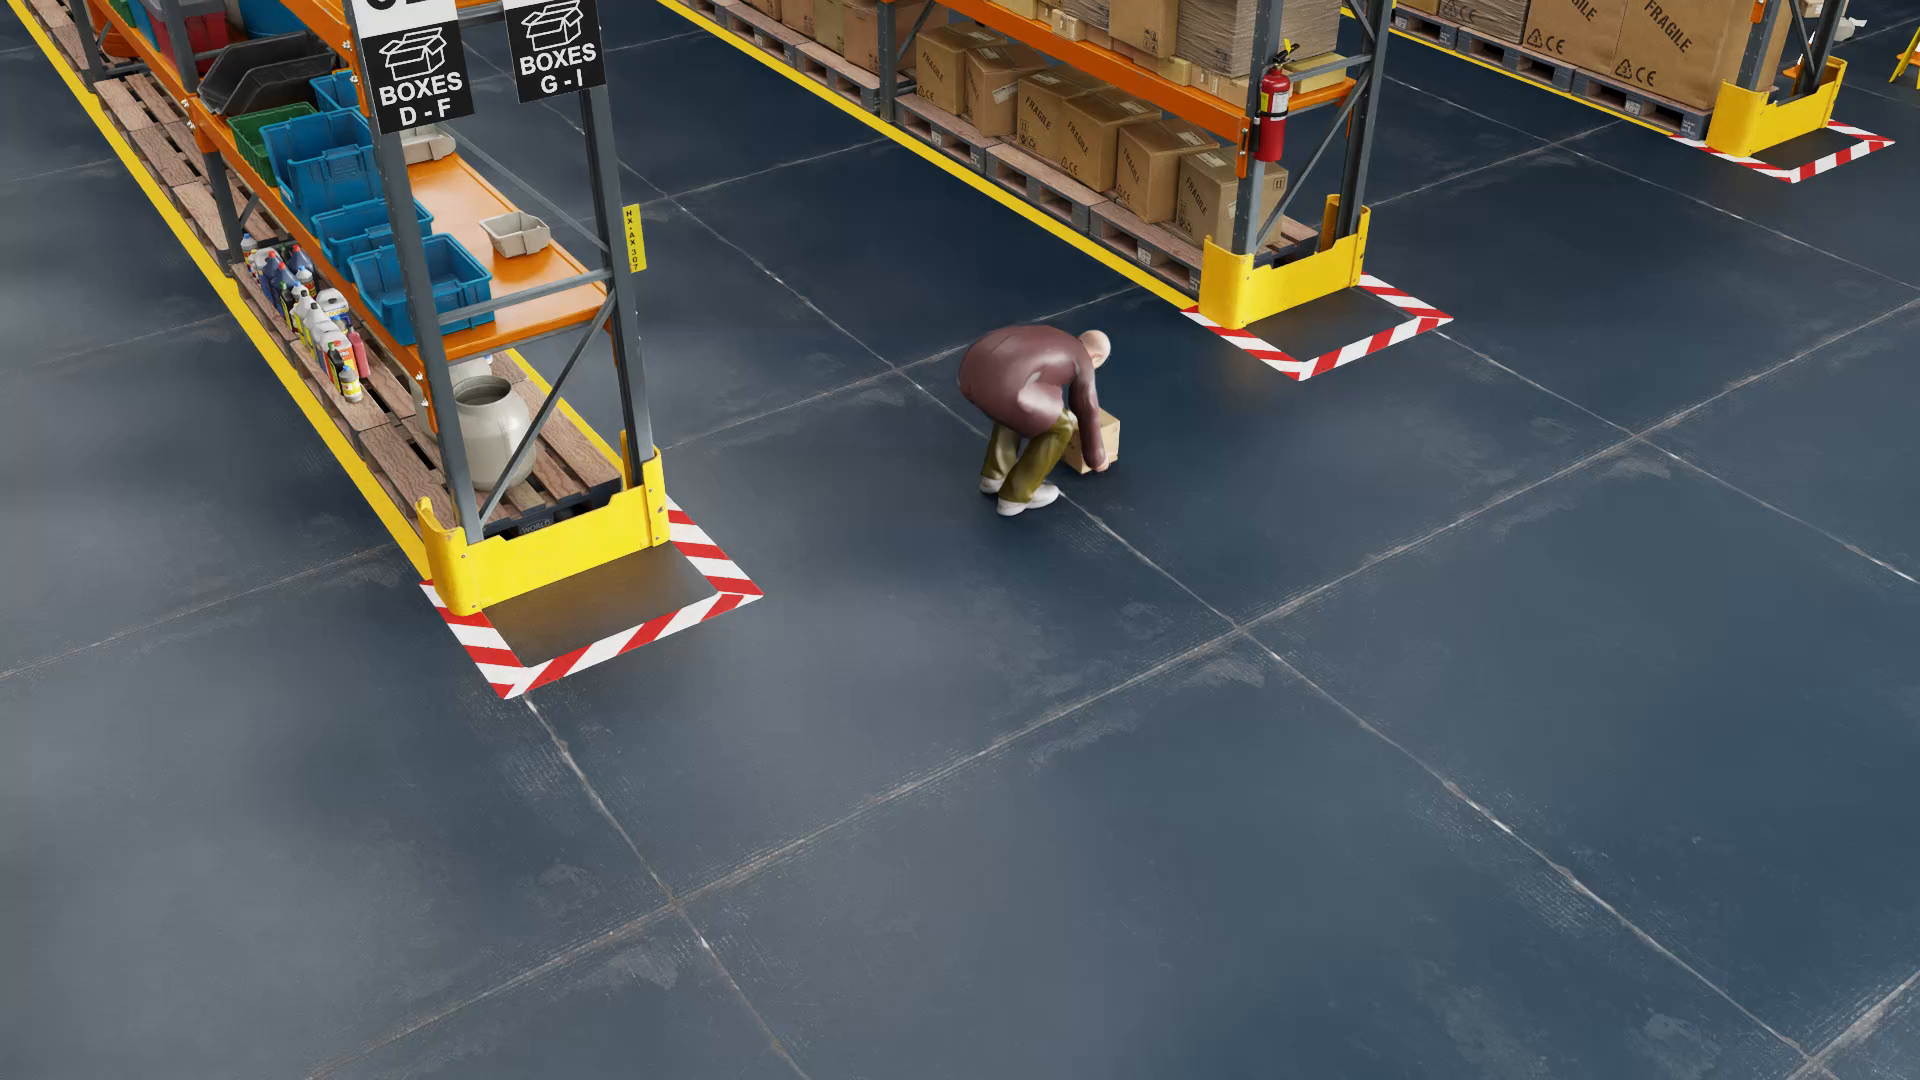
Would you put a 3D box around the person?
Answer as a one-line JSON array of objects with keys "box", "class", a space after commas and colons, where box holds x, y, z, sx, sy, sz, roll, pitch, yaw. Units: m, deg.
[{"box": [0.412, -0.699, 8.660, 0.942, 0.981, 0.585, -25, 43, -30], "class": "person"}]
